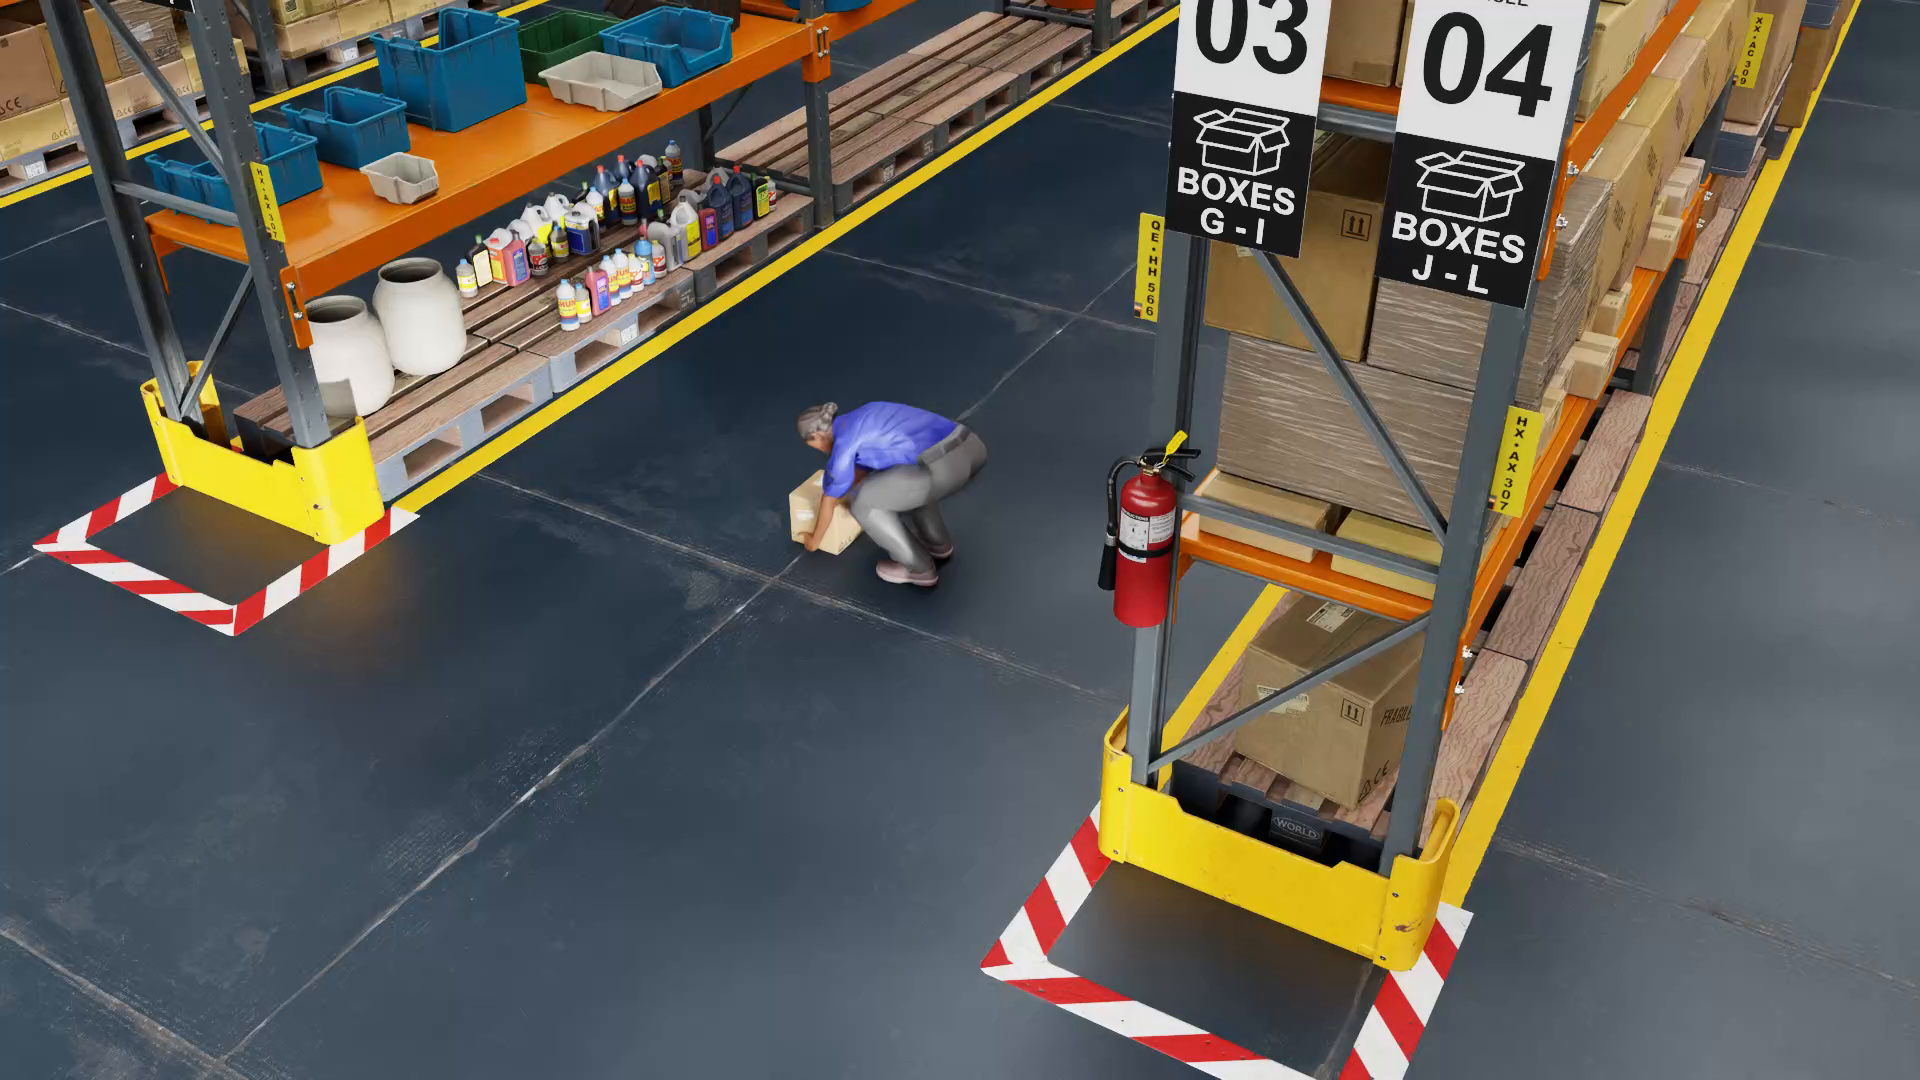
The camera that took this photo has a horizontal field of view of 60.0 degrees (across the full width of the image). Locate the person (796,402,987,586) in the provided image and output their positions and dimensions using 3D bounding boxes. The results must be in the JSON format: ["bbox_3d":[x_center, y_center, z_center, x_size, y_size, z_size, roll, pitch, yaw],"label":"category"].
[{"bbox_3d":[-0.316,-0.230,7.308,0.871,0.775,0.460,17,38,23],"label":"person"}]
